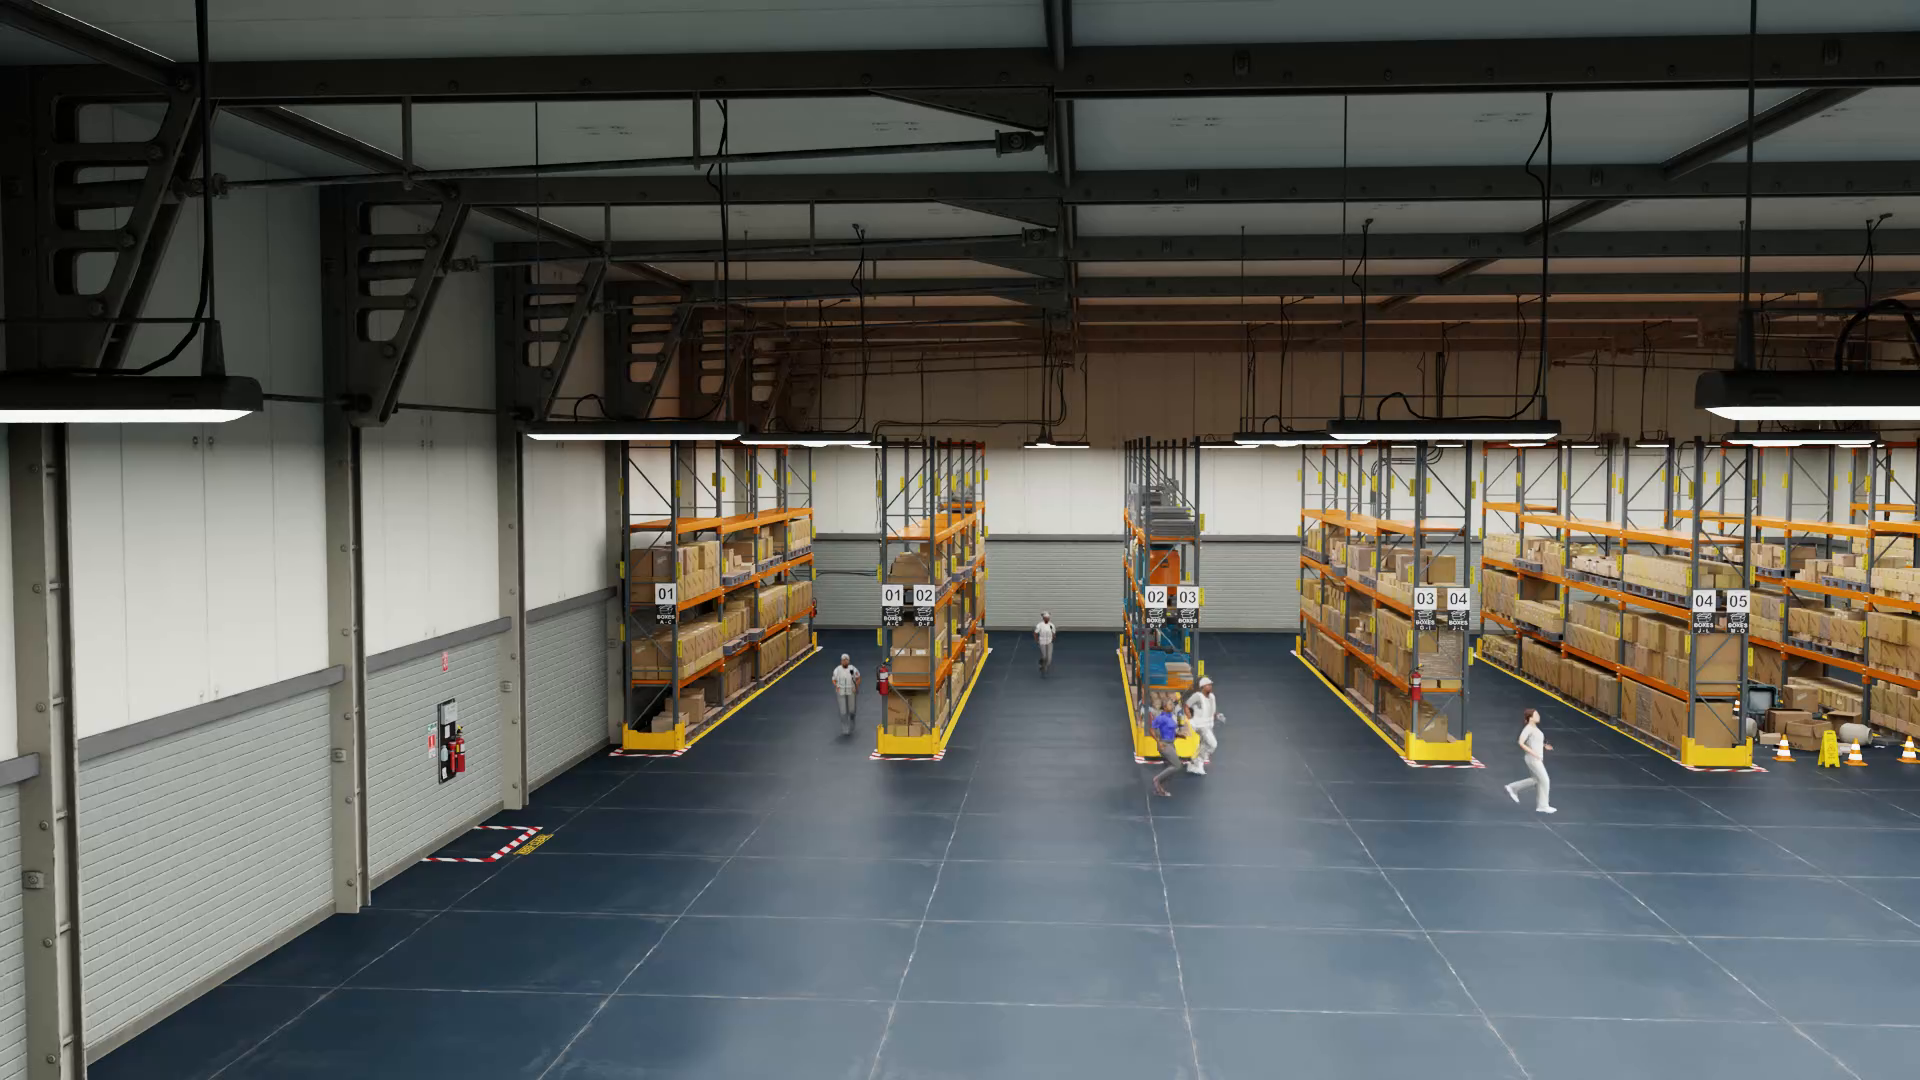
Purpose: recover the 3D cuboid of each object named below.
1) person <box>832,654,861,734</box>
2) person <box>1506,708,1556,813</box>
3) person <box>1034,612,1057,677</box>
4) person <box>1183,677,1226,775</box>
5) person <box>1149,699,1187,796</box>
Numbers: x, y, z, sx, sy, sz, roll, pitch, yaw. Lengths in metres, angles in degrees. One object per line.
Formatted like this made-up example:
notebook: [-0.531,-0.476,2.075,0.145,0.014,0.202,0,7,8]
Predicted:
person: [-2.297,3.112,33.574,0.581,1.622,0.536,0,3,-3]
person: [9.072,3.487,26.415,0.802,1.635,0.575,2,4,32]
person: [2.186,2.644,42.200,0.574,1.658,0.534,-1,3,-11]
person: [4.318,3.273,29.314,0.740,1.709,0.609,3,4,40]
person: [3.470,3.436,27.491,0.569,1.615,0.560,1,3,26]
